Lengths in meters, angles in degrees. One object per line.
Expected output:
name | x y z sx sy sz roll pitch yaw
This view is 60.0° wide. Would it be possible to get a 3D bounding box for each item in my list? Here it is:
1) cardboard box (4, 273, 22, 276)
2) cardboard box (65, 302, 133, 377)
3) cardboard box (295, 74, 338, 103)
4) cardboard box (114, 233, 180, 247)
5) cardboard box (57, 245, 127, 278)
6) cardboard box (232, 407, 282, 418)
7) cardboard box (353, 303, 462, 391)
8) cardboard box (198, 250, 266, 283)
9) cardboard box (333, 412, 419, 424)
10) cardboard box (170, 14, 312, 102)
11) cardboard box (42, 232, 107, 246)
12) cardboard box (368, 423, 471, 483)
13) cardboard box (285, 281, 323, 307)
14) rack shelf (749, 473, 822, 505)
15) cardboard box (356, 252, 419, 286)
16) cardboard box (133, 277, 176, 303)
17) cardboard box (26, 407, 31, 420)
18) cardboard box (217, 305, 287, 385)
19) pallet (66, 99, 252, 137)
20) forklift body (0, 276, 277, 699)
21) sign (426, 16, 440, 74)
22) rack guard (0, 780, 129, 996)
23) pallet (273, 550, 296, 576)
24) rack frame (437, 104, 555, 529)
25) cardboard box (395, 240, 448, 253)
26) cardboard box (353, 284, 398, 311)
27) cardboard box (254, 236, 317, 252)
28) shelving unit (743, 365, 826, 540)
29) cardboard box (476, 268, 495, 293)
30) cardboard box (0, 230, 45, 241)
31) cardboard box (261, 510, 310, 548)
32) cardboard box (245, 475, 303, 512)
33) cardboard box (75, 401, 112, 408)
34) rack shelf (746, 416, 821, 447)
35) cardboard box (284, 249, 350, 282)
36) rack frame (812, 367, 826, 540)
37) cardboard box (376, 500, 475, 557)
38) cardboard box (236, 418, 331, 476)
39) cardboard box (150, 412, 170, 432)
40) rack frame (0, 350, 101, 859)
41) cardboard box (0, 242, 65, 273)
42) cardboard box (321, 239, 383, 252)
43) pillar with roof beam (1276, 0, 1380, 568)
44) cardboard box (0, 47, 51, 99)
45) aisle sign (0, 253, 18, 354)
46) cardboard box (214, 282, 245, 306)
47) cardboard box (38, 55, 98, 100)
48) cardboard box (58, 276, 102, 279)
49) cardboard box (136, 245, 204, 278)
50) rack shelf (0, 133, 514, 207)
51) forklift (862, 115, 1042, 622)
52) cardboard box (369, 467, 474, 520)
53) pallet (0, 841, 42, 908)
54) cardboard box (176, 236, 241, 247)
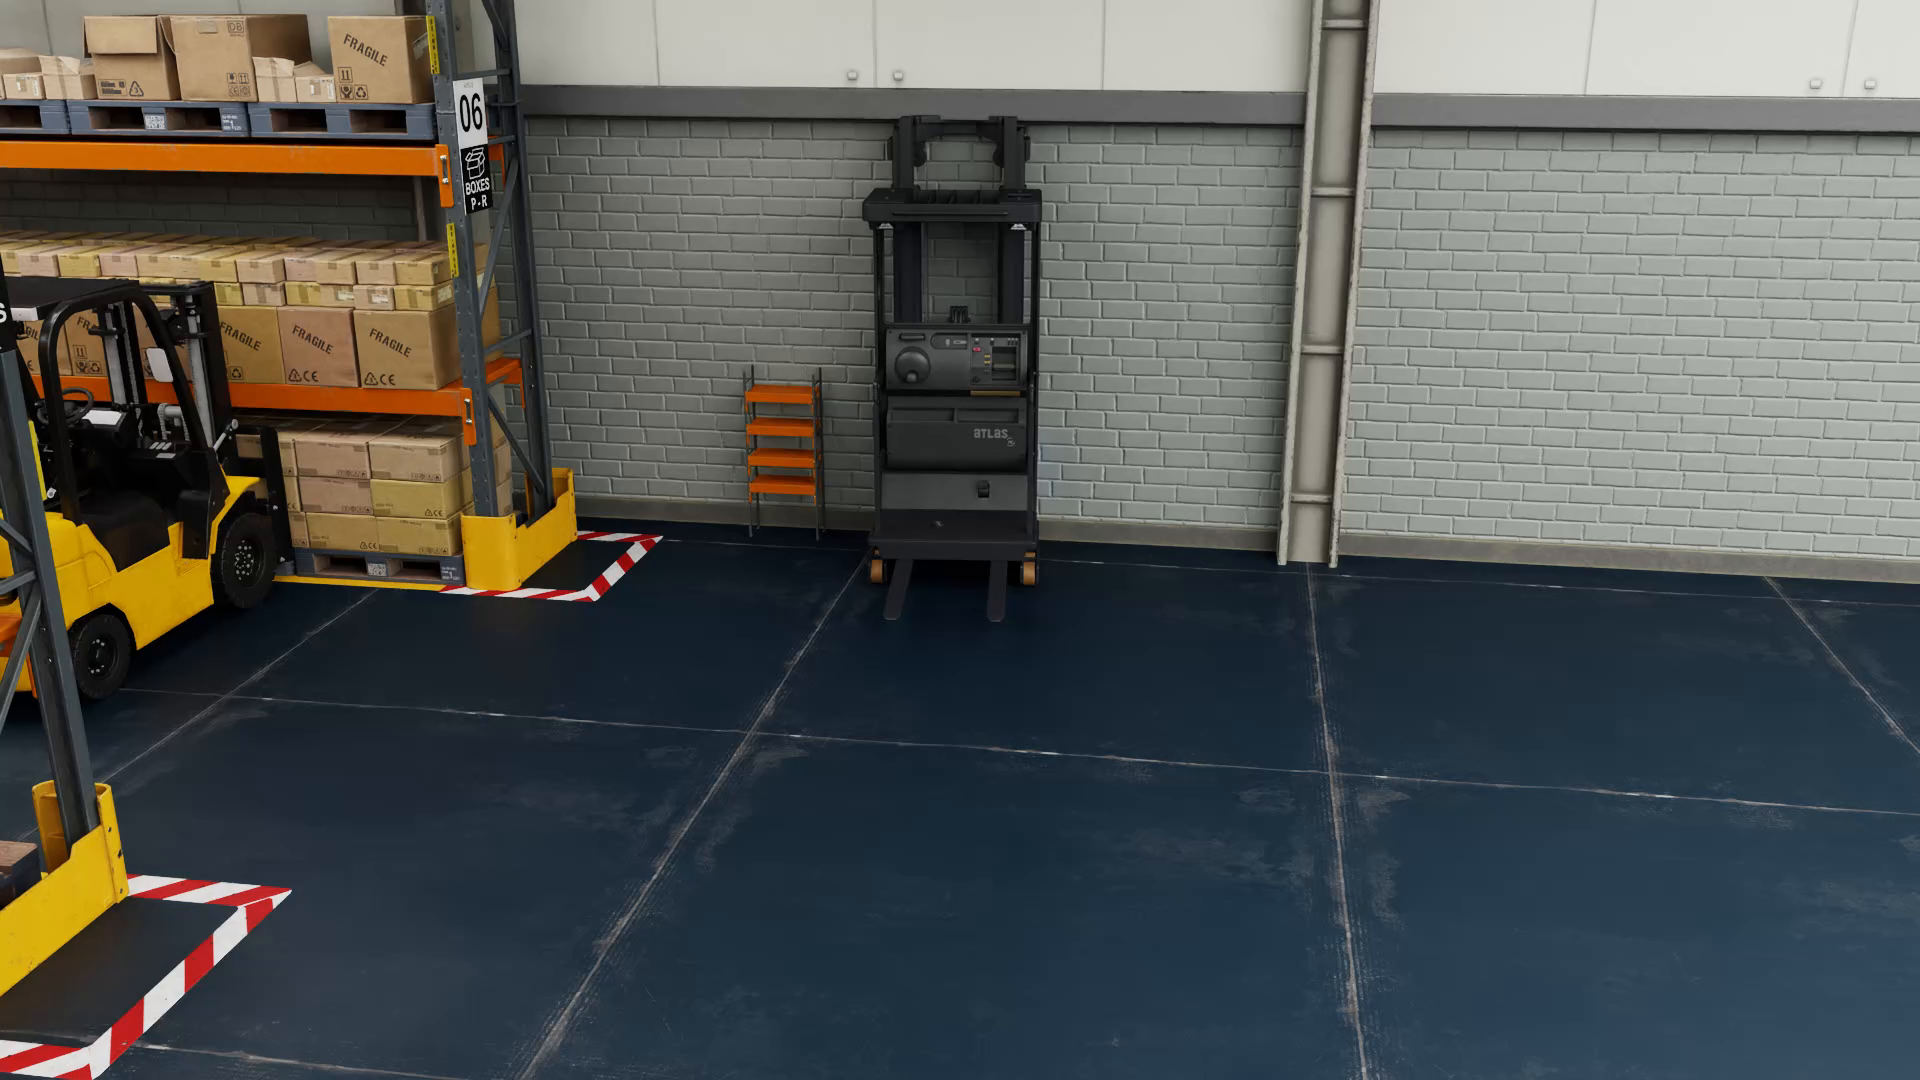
cardboard box | -6.160 -1.720 11.037 0.250 0.149 0.380 3 19 9
cardboard box | -5.537 -1.378 11.035 0.500 0.500 0.500 3 19 8
cardboard box | -3.867 -2.776 10.220 0.250 0.149 0.380 2 19 7
cardboard box | -5.573 -2.008 11.428 0.250 0.149 0.380 3 19 8
cardboard box | -5.659 -1.823 10.875 0.250 0.149 0.380 3 19 8
cardboard box | -4.936 -0.812 11.600 0.500 0.250 0.500 3 19 8
cardboard box | -3.529 -1.269 10.711 0.500 0.500 0.500 3 19 7
cardboard box | -4.664 -1.760 10.687 0.250 0.149 0.380 3 19 10
cardboard box | -3.940 -0.756 11.431 0.500 0.250 0.500 3 19 9
cardboard box | -4.472 -3.024 10.410 0.500 0.500 0.700 3 19 9
cardboard box | -6.083 -2.020 11.465 0.250 0.149 0.380 3 19 8
cardboard box | -3.505 -0.574 10.887 0.500 0.250 0.500 4 19 10
cardboard box | -4.134 -1.616 10.724 0.250 0.149 0.380 3 19 8
rack shelf | -1.236 -0.364 11.838 0.480 0.148 0.258 3 19 8
cardboard box | -3.637 -1.730 10.597 0.250 0.149 0.380 3 19 9
cardboard box | -5.154 -1.653 10.836 0.250 0.149 0.380 3 19 8
cardboard box | -6.523 -0.727 11.345 0.500 0.250 0.500 3 19 8
cardboard box | -4.545 -1.324 10.874 0.500 0.500 0.500 3 19 8
pallet | -4.903 -2.764 10.748 1.213 0.211 1.003 3 19 9
forklift body | -5.163 -0.400 9.610 1.214 2.155 2.313 3 19 9
sign | -3.101 -2.915 9.789 0.005 0.325 0.100 3 19 9
rack guard | -3.860 1.458 6.658 0.348 0.500 1.175 3 19 9
pallet | -4.964 -0.044 11.602 1.213 0.211 1.003 3 19 9
rack frame | -3.001 -1.279 10.899 0.127 3.000 1.000 3 19 9
cardboard box | -3.551 -1.892 11.082 0.250 0.149 0.380 4 19 11
cardboard box | -3.645 -1.567 10.580 0.250 0.149 0.380 3 19 10
cardboard box | -4.564 -1.958 11.280 0.250 0.149 0.380 2 19 7
shelving unit | -1.236 -0.616 11.754 0.503 1.200 0.258 3 19 8
cardboard box | -3.295 -1.732 11.074 0.250 0.149 0.380 2 19 7
cardboard box | -6.587 -2.055 11.569 0.250 0.149 0.380 3 19 9
cardboard box | -4.497 -0.155 11.210 0.500 0.250 0.500 3 19 9
cardboard box | -4.538 -0.386 11.113 0.500 0.250 0.500 2 19 7
cardboard box | -5.931 -0.865 11.756 0.500 0.250 0.500 3 19 8
rack shelf | -1.236 -0.764 11.704 0.480 0.148 0.258 3 19 8
cardboard box | -4.133 -1.770 10.718 0.250 0.149 0.380 3 19 9
rack frame | -0.994 -0.605 11.720 0.015 1.200 0.240 3 19 8
cardboard box | -3.515 -0.099 11.043 0.500 0.250 0.500 3 19 9
cardboard box | -4.510 -0.620 11.025 0.500 0.250 0.500 3 19 9
cardboard box | -5.526 -0.677 11.194 0.500 0.250 0.500 4 19 11
rack frame | -3.785 0.276 6.250 0.127 3.000 1.000 3 19 9
cardboard box | -6.157 -1.873 11.024 0.250 0.149 0.380 3 19 8
cardboard box | -4.057 -1.909 11.132 0.250 0.149 0.380 3 19 9
pillar with roof beam | 1.696 -2.791 5.962 0.400 9.000 9.100 3 19 9
cardboard box | -6.168 -2.989 10.603 0.500 0.311 0.500 3 19 10
aisle sign | -3.674 -1.051 6.119 0.004 0.787 0.394 3 19 9
cardboard box | -4.658 -1.621 10.740 0.250 0.149 0.380 3 19 9
cardboard box | -5.533 -2.916 10.455 0.258 0.266 0.396 2 19 7
cardboard box | -5.669 -1.671 10.889 0.250 0.149 0.380 3 19 8
cardboard box | -5.149 -1.820 10.868 0.250 0.149 0.380 3 19 9
rack shelf | -4.976 -2.461 10.838 4.000 0.370 1.077 3 19 9
forklift | -0.030 -1.191 10.742 1.130 2.935 3.031 1 19 3
cardboard box | -3.531 -0.338 10.969 0.500 0.250 0.500 3 19 8
pallet | -4.656 1.543 6.860 1.213 0.211 1.003 3 19 9
cardboard box | -5.083 -1.958 11.279 0.250 0.149 0.380 3 19 10
